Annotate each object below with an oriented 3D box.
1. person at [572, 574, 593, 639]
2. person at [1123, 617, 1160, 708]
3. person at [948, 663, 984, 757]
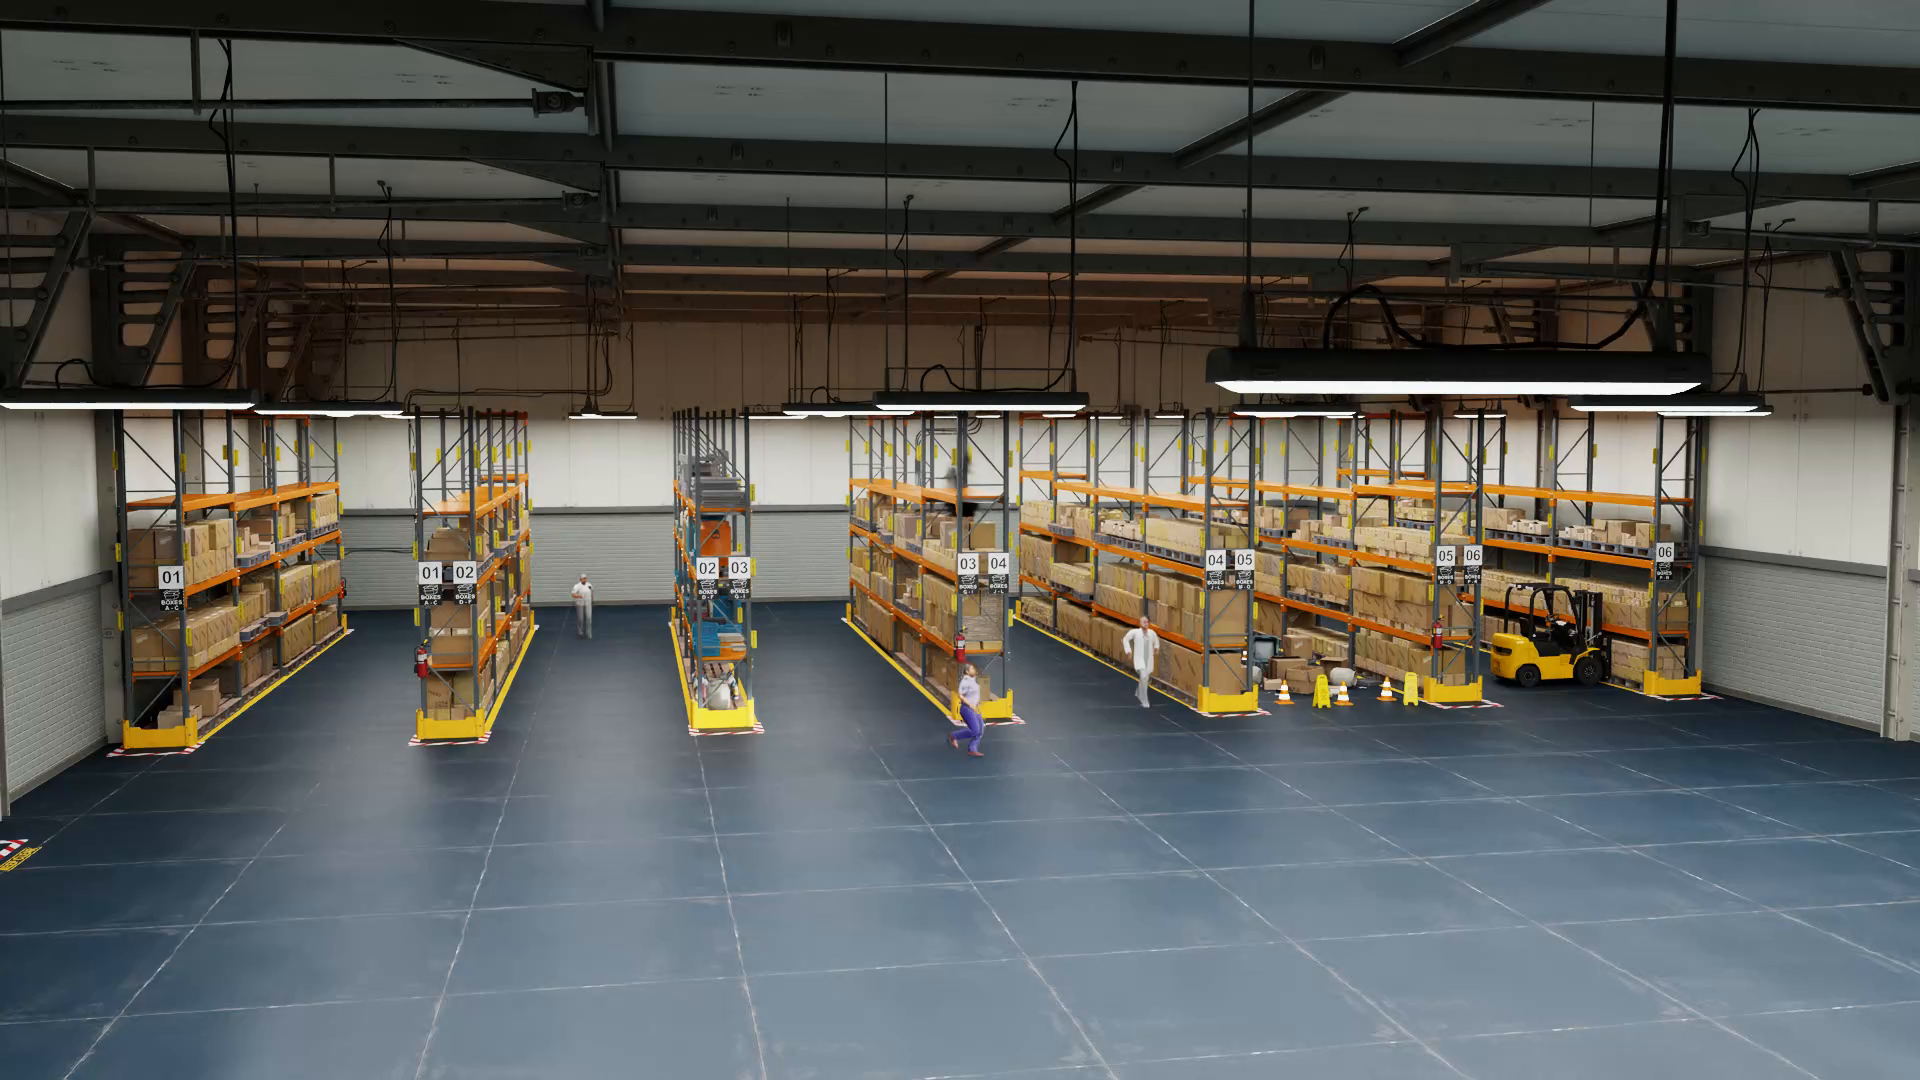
[{"bbox_3d":[-9.999,1.745,44.133,0.600,1.690,0.876,-2,4,-22],"label":"person"},{"bbox_3d":[3.699,2.468,33.688,0.698,1.839,0.836,-1,4,-19],"label":"person"},{"bbox_3d":[0.121,2.906,28.470,0.607,1.608,0.608,1,4,13],"label":"person"}]
